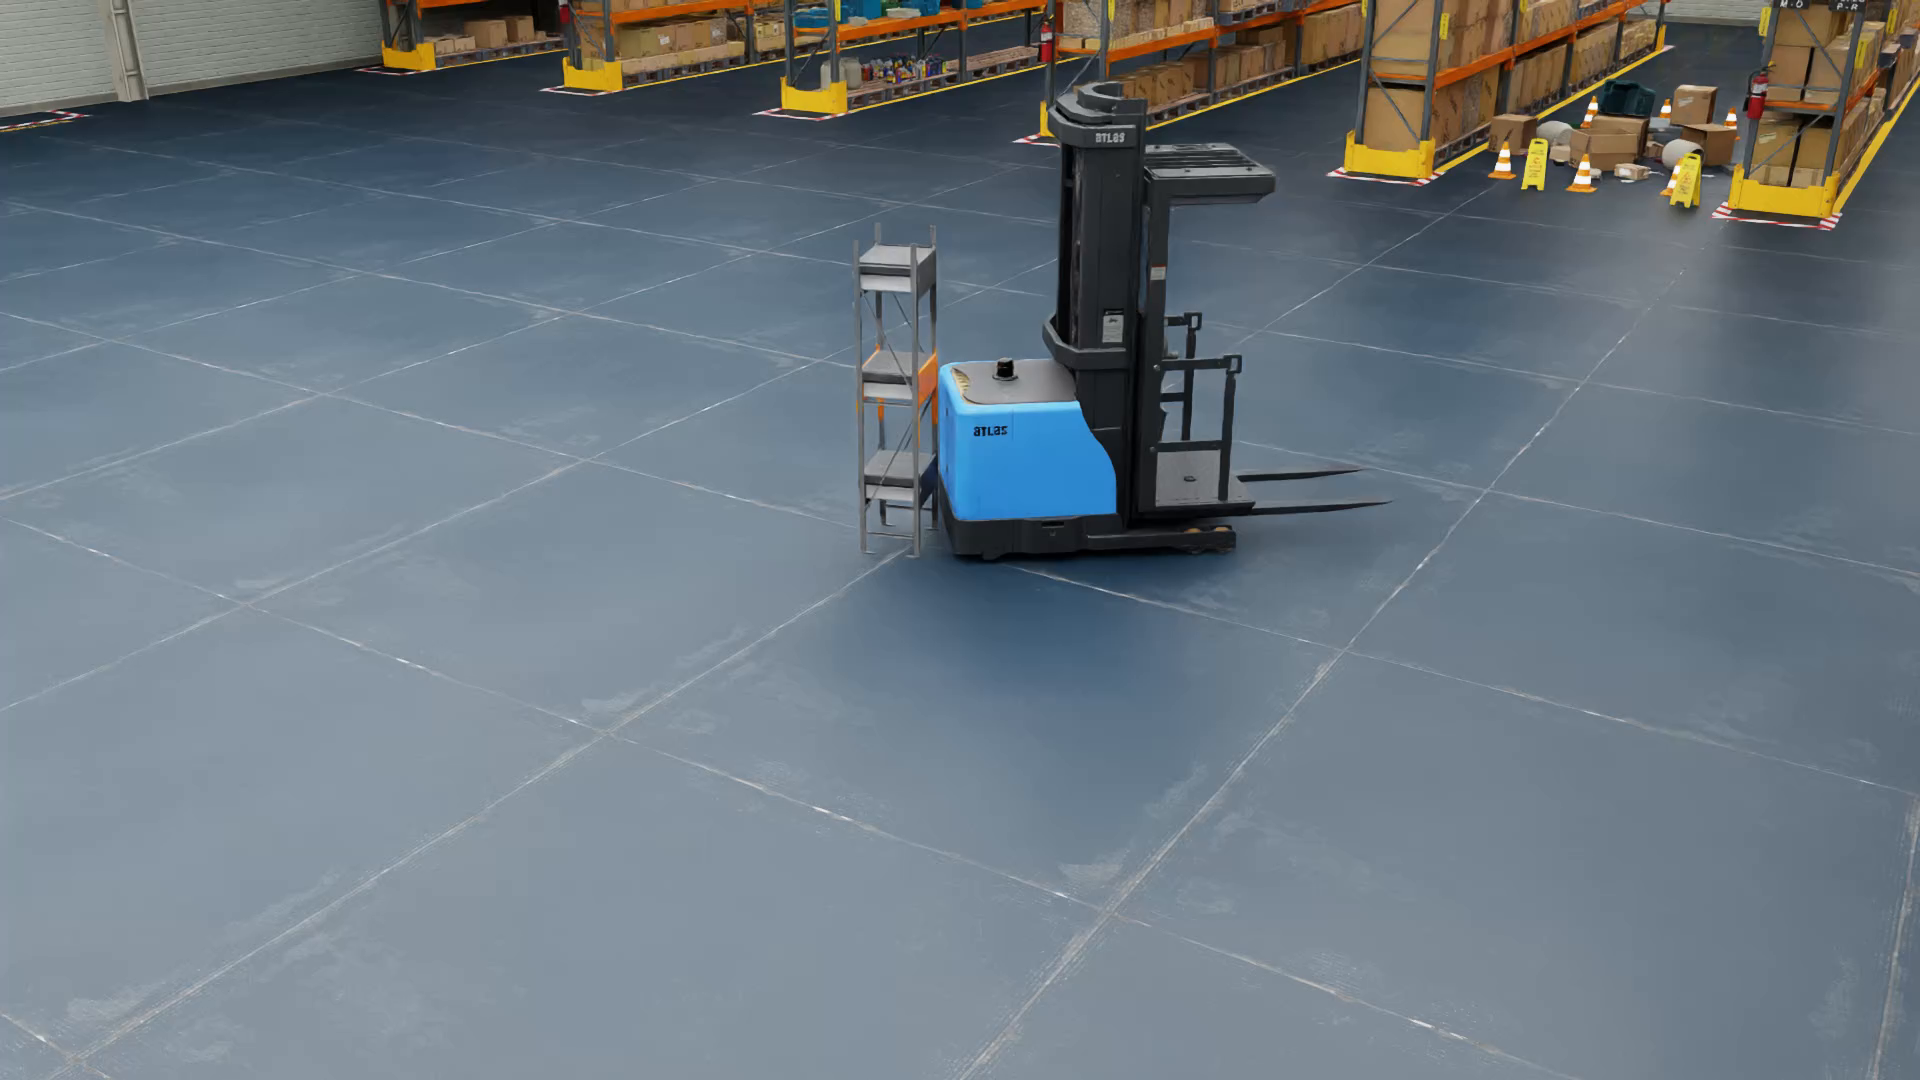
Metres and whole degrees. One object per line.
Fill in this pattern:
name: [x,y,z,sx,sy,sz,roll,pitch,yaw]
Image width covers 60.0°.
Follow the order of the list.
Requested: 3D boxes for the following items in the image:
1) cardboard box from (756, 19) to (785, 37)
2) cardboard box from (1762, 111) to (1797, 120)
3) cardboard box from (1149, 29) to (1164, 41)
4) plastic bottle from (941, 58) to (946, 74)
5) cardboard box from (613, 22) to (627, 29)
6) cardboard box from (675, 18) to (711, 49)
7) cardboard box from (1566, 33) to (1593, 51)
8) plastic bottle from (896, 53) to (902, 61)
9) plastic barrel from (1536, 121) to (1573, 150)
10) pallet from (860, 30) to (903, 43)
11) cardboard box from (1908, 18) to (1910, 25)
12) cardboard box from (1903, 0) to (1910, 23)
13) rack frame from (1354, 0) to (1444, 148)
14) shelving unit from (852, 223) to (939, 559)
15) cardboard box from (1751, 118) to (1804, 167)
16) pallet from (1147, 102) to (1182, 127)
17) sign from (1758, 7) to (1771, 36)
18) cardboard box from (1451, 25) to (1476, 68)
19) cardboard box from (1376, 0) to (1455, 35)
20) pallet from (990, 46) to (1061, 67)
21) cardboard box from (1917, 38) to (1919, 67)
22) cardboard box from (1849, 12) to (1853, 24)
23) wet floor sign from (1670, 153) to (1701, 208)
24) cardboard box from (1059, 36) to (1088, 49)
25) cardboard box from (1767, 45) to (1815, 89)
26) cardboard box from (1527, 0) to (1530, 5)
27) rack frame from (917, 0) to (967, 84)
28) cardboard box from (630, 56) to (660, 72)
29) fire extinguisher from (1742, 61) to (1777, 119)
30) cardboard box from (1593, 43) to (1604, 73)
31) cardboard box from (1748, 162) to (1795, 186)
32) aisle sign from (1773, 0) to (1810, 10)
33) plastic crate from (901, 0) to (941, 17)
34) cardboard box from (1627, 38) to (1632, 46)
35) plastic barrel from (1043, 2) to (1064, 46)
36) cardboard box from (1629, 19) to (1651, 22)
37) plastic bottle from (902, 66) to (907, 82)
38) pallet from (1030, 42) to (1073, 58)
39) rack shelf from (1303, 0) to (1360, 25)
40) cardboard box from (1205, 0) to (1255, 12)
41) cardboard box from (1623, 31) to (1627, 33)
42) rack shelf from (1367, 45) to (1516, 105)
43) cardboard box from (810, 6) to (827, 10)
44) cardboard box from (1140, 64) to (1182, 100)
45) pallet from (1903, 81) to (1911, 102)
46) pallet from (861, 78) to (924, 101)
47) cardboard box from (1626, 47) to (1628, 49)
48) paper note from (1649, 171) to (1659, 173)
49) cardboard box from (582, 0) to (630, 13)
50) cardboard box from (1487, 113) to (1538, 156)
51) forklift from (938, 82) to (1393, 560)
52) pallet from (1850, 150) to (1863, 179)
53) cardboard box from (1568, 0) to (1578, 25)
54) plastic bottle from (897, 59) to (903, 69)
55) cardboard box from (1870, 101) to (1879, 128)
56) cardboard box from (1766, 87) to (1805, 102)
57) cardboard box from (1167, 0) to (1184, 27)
cardboard box: [-3.846,-10.408,33.743,0.500,0.311,0.500,14,27,28]
cardboard box: [10.517,-5.496,21.343,0.380,0.149,0.250,15,27,30]
cardboard box: [2.987,-7.954,26.165,0.380,0.149,0.250,14,27,29]
plastic bottle: [-0.311,-8.649,30.319,0.061,0.283,0.133,15,28,32]
cardboard box: [-7.847,-11.657,36.994,0.700,0.500,0.500,14,27,30]
cardboard box: [-5.137,-9.702,31.873,0.500,0.500,0.500,14,27,29]
cardboard box: [10.977,-8.907,29.723,0.500,0.250,0.500,13,27,28]
plastic bottle: [-1.116,-8.726,30.412,0.144,0.351,0.185,15,27,30]
plastic barrel: [8.735,-5.927,24.409,0.421,0.421,0.512,-7,24,-17]
pallet: [-2.008,-11.279,37.039,1.003,0.211,1.213,14,27,29]
cardboard box: [15.127,-8.381,27.024,0.500,0.250,0.500,13,27,27]
cardboard box: [14.132,-8.147,25.266,0.500,0.500,0.500,13,27,28]
rack frame: [5.921,-6.464,22.406,1.000,3.000,0.127,14,27,29]
shelving unit: [-0.405,-0.954,10.811,0.431,2.100,0.503,5,24,12]
cardboard box: [10.380,-5.061,21.153,0.500,0.500,0.500,14,27,29]
pallet: [2.903,-6.960,27.062,1.003,0.211,1.213,14,27,29]
sign: [9.718,-6.260,20.080,0.100,0.325,0.005,14,27,29]
cardboard box: [6.751,-7.020,23.502,0.875,0.550,0.550,14,27,29]
cardboard box: [6.149,-7.145,22.432,0.875,0.550,0.550,14,27,29]
pallet: [1.331,-9.742,33.489,1.003,0.211,1.213,14,27,29]
cardboard box: [17.880,-9.323,31.707,0.875,0.438,0.875,15,27,30]
cardboard box: [11.585,-7.181,22.303,0.700,0.500,0.500,14,27,29]
wet floor sign: [9.170,-4.540,20.926,0.232,0.644,0.267,-17,29,-35]
cardboard box: [1.735,-7.562,25.257,0.380,0.149,0.250,14,27,29]
cardboard box: [10.231,-5.884,20.566,0.500,0.500,0.500,13,27,28]
cardboard box: [8.557,-8.661,26.098,0.700,0.500,0.500,13,27,28]
rack frame: [-0.338,-9.925,30.402,1.000,3.000,0.127,14,27,29]
cardboard box: [-5.921,-8.849,30.849,0.500,0.250,0.500,14,27,29]
fire extinguisher: [9.727,-5.483,20.237,0.296,0.674,0.183,14,27,29]
cardboard box: [11.529,-8.912,30.678,0.500,0.500,0.500,13,27,28]
cardboard box: [10.390,-4.729,21.330,0.500,0.250,0.500,14,27,29]
aisle sign: [9.900,-6.694,19.664,0.394,0.787,0.004,14,27,29]
plastic crate: [-0.691,-9.427,29.437,0.499,0.251,0.616,14,27,29]
cardboard box: [13.179,-9.963,33.173,0.380,0.149,0.250,15,28,31]
plastic barrel: [2.016,-10.641,34.258,0.600,0.830,0.708,14,27,29]
cardboard box: [14.115,-10.717,34.541,0.380,0.149,0.250,14,27,30]
plastic bottle: [-0.993,-8.221,29.346,0.097,0.271,0.097,0,23,0]
pallet: [2.153,-10.271,34.709,1.003,0.211,1.213,14,27,29]
rack shelf: [7.035,-10.582,32.825,1.077,0.370,4.000,14,27,29]
cardboard box: [4.408,-9.594,28.353,1.000,1.000,1.000,14,27,29]
cardboard box: [12.895,-9.921,32.701,0.380,0.149,0.250,13,27,28]
rack shelf: [6.976,-6.809,24.108,1.077,0.370,4.000,14,27,29]
cardboard box: [-2.960,-11.388,36.006,0.500,0.311,0.500,15,28,31]
cardboard box: [3.329,-7.612,27.674,0.500,0.500,0.500,-18,29,-36]
pallet: [16.166,-7.955,29.360,1.003,0.211,1.213,14,27,29]
pallet: [-1.370,-8.014,29.497,1.003,0.211,1.213,14,27,29]
cardboard box: [12.943,-9.639,32.799,0.380,0.149,0.250,14,27,29]
paper note: [9.562,-5.084,22.971,0.142,0.019,0.148,-17,29,-35]
cardboard box: [-6.397,-9.815,30.022,0.700,0.500,0.500,14,27,29]
cardboard box: [8.083,-5.929,24.313,0.500,0.500,0.500,20,30,38]
forklift: [1.404,-1.459,10.931,3.031,2.935,1.130,-3,24,-7]
pallet: [11.965,-5.297,23.220,1.003,0.211,1.213,14,27,29]
cardboard box: [10.131,-9.002,28.142,0.500,0.500,0.500,14,27,29]
plastic bottle: [-1.090,-8.615,30.256,0.097,0.271,0.097,0,23,0]
cardboard box: [13.305,-6.453,25.161,0.950,0.372,0.625,15,28,31]
cardboard box: [10.195,-5.516,20.533,0.380,0.149,0.250,15,28,31]
cardboard box: [3.108,-8.580,26.793,0.875,0.500,0.500,14,27,29]
